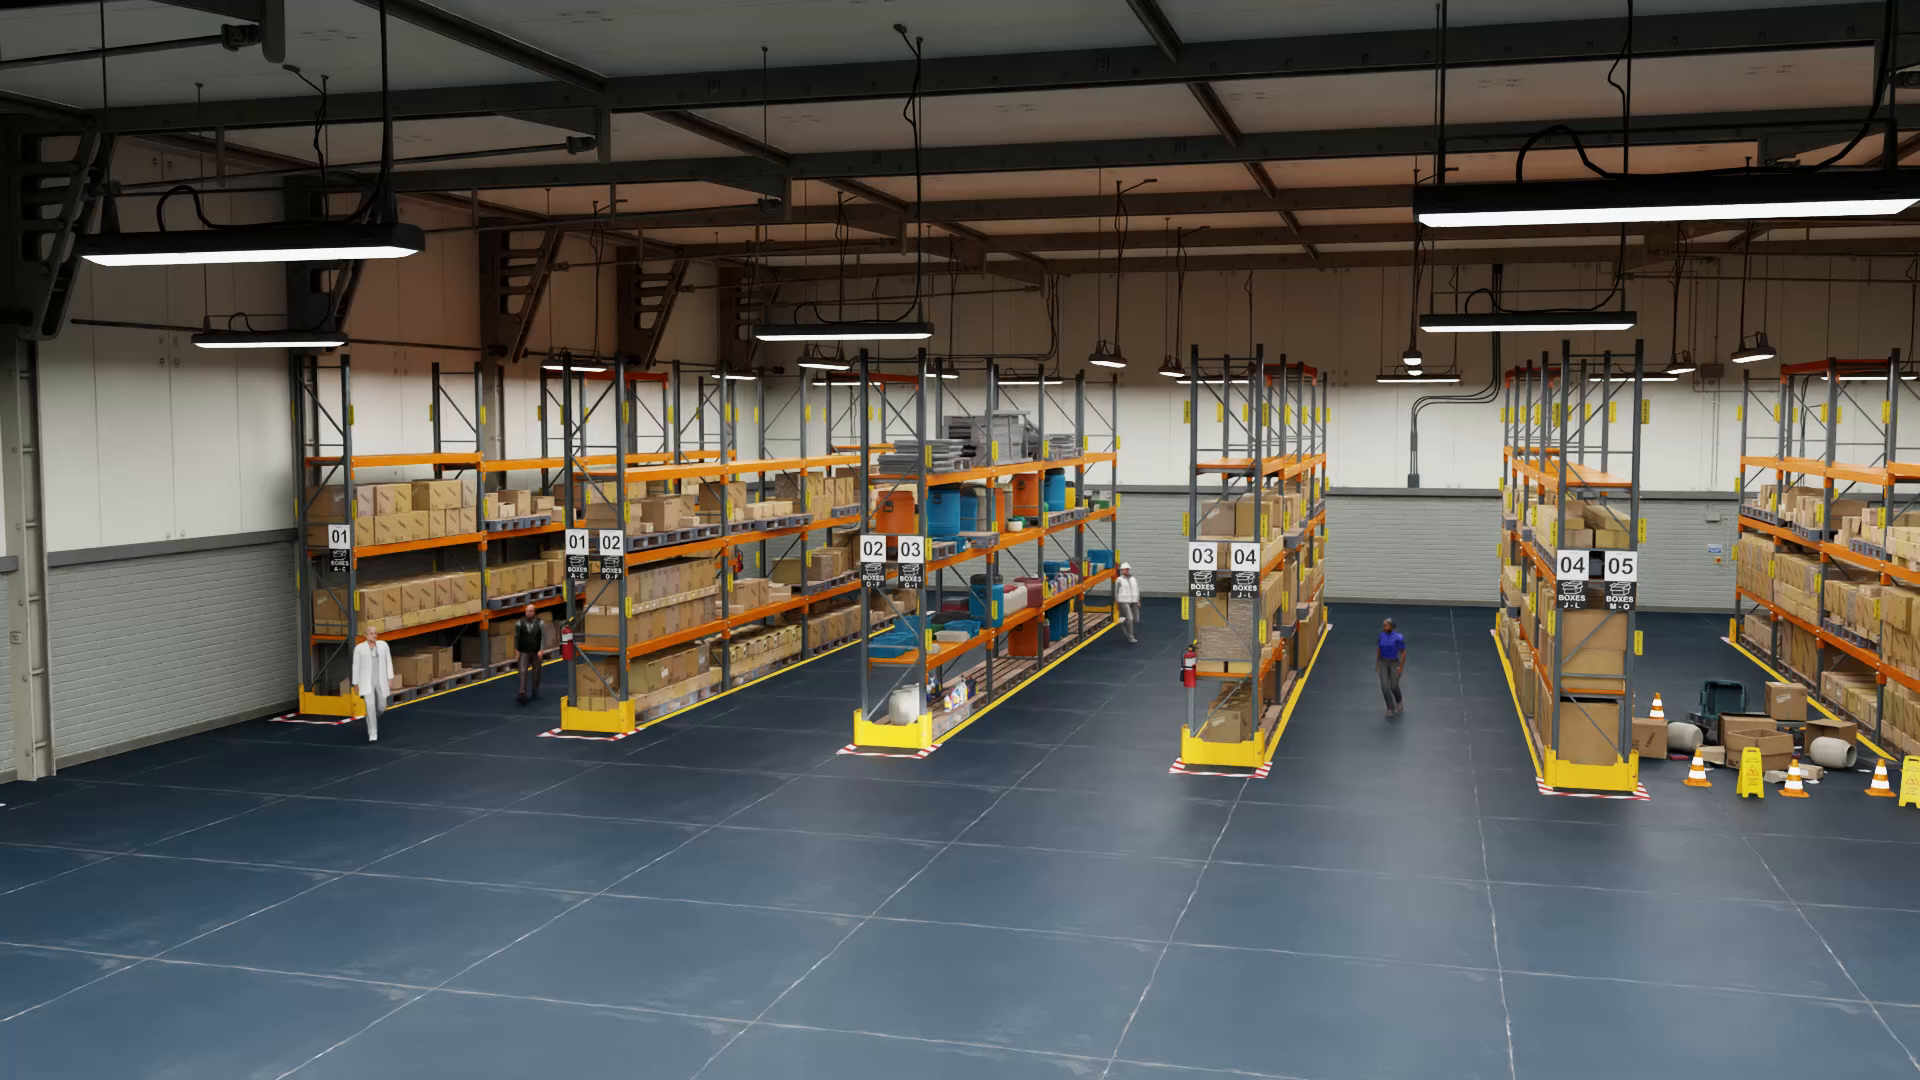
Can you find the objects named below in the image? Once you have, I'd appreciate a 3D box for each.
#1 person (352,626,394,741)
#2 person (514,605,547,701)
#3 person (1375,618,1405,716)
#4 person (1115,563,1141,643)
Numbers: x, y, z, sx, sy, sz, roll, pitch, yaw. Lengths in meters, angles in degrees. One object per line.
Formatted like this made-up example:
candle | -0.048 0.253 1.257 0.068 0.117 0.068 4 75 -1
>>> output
person | -9.086 2.181 25.718 0.628 1.743 0.934 -3 5 -33
person | -7.517 1.960 29.115 0.555 1.659 1.053 -1 4 -16
person | 7.220 2.109 27.833 0.506 1.635 0.496 3 5 34
person | 3.707 1.372 36.653 0.521 1.742 0.756 -2 5 -29
